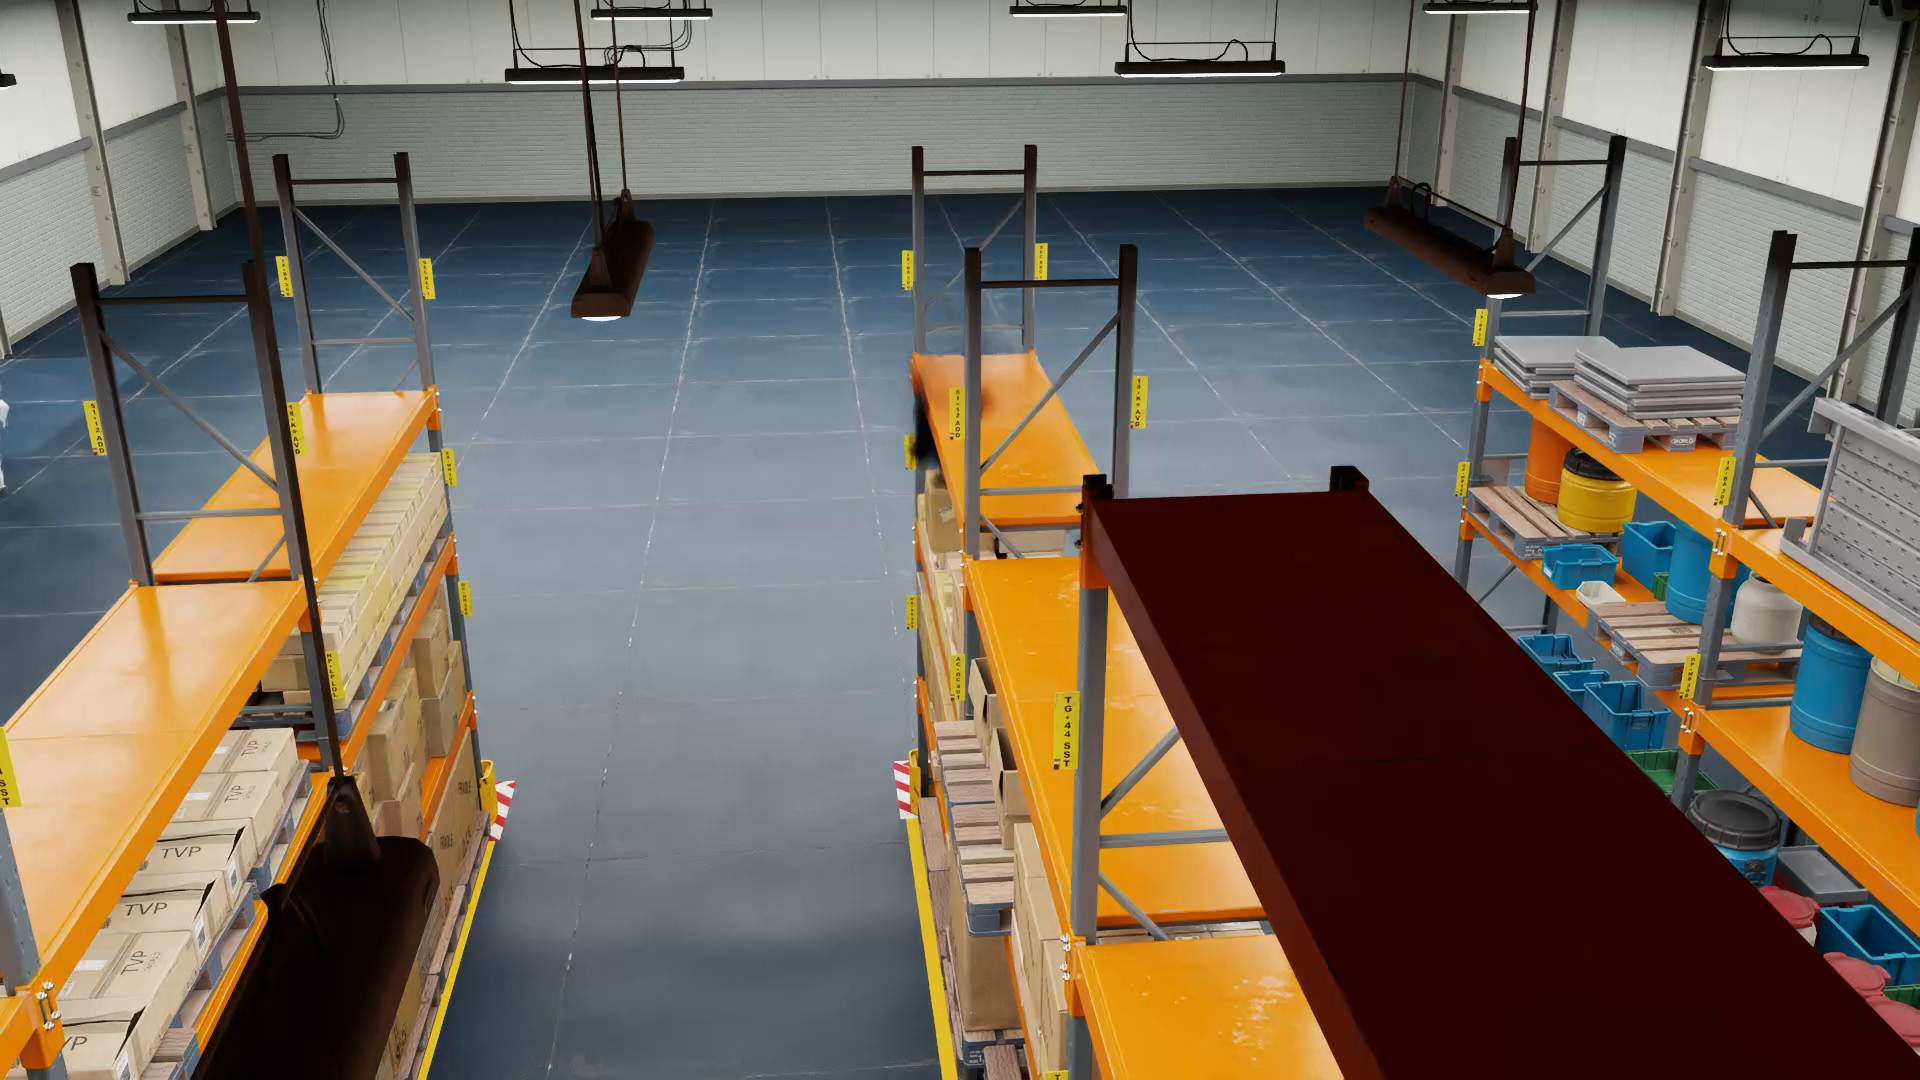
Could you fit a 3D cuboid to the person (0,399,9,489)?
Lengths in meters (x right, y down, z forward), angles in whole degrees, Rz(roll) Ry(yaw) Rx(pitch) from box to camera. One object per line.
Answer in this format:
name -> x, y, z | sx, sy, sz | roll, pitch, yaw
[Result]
person -> -13.568, -1.494, 23.132 | 0.726, 1.752, 0.578 | 16, 27, 35
